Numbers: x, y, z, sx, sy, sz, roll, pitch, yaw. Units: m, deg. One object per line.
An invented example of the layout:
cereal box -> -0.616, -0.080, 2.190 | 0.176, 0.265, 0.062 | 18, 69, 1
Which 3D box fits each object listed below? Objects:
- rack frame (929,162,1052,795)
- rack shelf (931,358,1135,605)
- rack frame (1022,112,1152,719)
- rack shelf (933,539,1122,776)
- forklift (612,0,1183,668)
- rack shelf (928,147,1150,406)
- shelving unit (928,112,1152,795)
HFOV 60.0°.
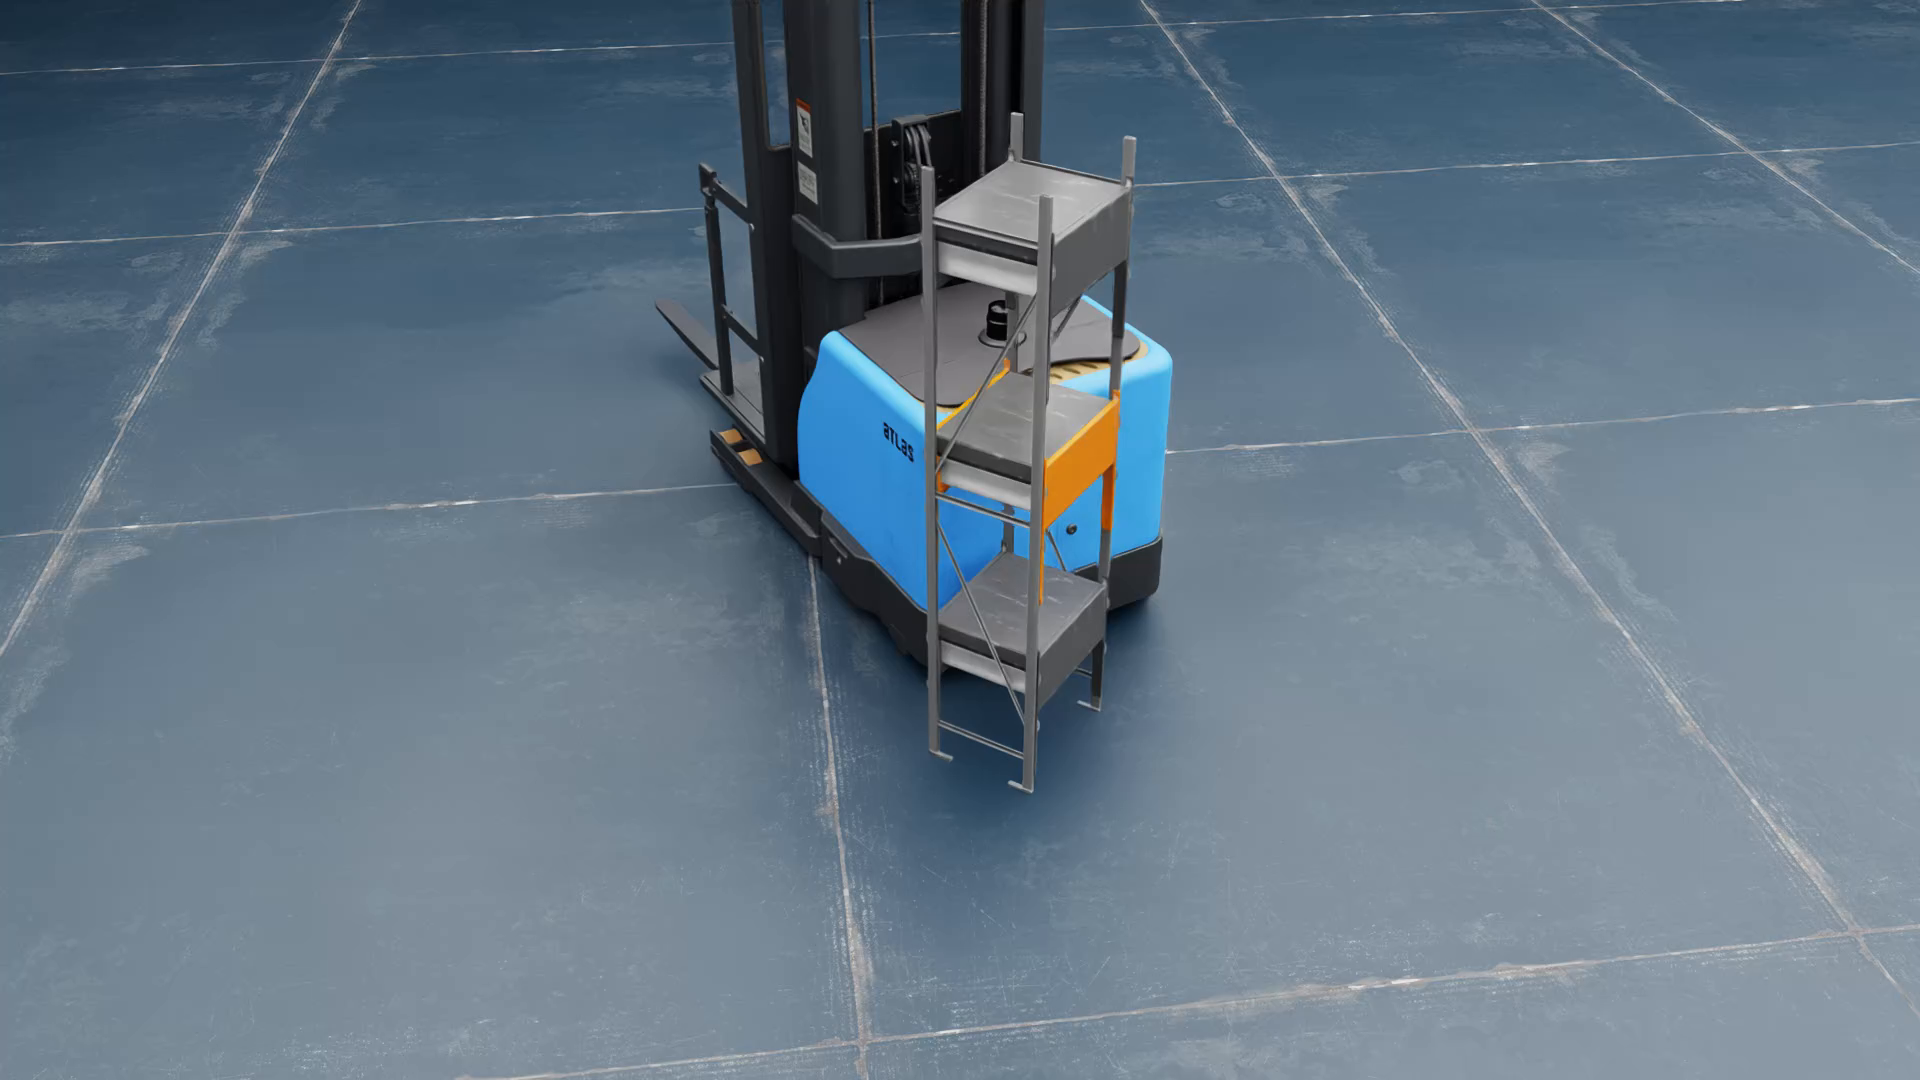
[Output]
rack frame -> 0.078, -0.093, 5.021 | 0.400, 2.100, 0.015 | 23, 41, 30
rack shelf -> 0.227, -0.191, 5.189 | 0.431, 0.518, 0.480 | 23, 41, 30
rack frame -> 0.375, -0.311, 5.341 | 0.400, 2.100, 0.015 | 23, 41, 30
rack shelf -> 0.226, 0.388, 5.583 | 0.431, 0.518, 0.480 | 23, 41, 30
forklift -> -0.480, -1.528, 6.389 | 1.130, 2.935, 3.031 | -23, 41, -30
rack shelf -> 0.227, -0.769, 4.795 | 0.431, 0.518, 0.480 | 23, 41, 30
shelving unit -> 0.227, -0.202, 5.181 | 0.431, 2.100, 0.503 | 23, 41, 30
